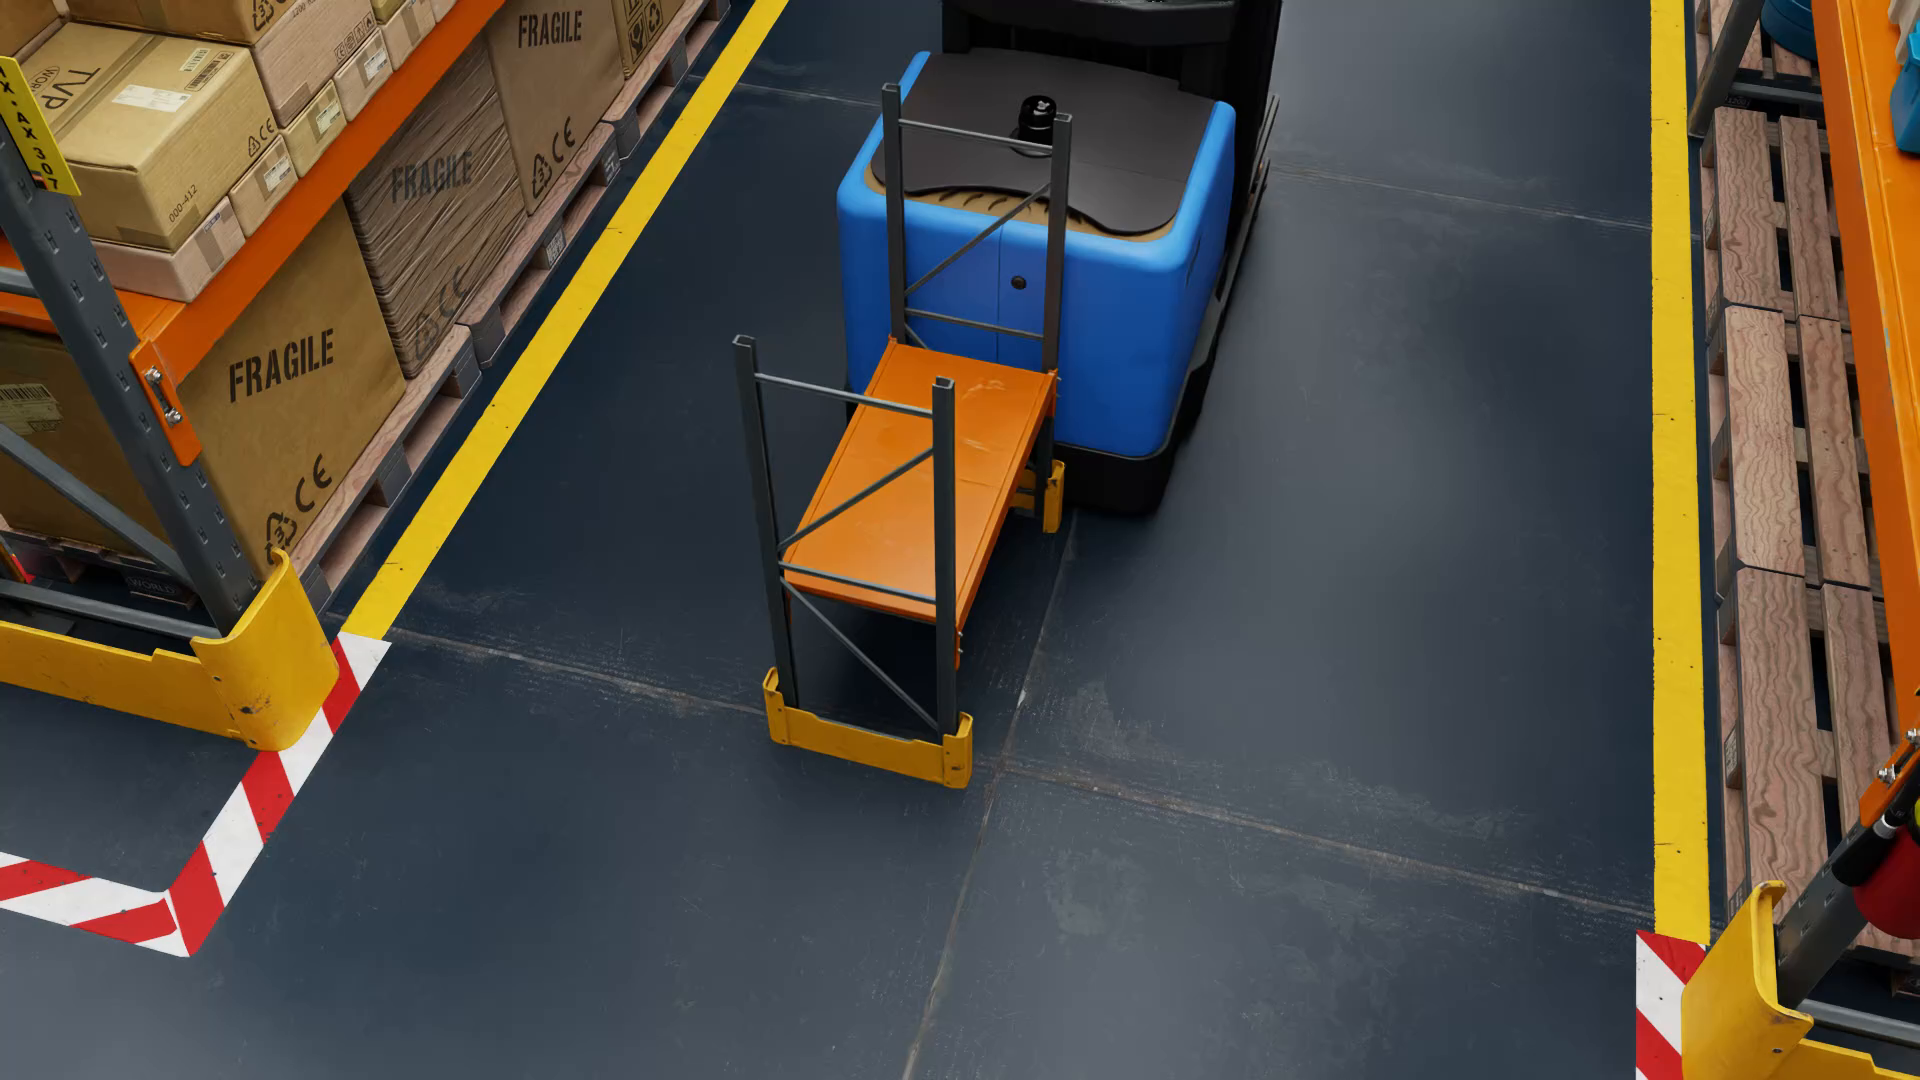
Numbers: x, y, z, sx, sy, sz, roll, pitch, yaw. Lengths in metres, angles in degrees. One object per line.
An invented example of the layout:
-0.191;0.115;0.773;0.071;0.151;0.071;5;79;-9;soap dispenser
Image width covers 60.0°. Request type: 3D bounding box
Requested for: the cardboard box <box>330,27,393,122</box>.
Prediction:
-1.803;-1.304;4.568;0.380;0.149;0.250;11;49;9;cardboard box

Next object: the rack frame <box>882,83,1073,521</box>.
0.042;-0.619;4.796;0.500;1.500;0.032;13;50;11;rack frame

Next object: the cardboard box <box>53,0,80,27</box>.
-2.409;-1.454;4.435;0.500;0.250;0.500;11;49;9;cardboard box

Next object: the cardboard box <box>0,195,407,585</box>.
-2.324;-0.551;4.872;0.875;0.875;0.875;12;50;10;cardboard box

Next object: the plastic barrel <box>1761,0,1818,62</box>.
3.576;-2.387;6.475;0.600;0.901;0.708;12;50;10;plastic barrel

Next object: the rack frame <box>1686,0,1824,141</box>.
3.416;-2.552;5.502;1.000;3.000;0.127;12;50;10;rack frame

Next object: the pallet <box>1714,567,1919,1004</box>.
2.618;0.675;4.513;1.003;0.211;1.213;12;50;10;pallet

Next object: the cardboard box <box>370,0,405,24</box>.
-1.762;-1.719;4.668;0.500;0.250;0.500;10;49;9;cardboard box

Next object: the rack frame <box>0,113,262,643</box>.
-2.415;-0.636;3.811;1.000;3.000;0.127;12;50;10;rack frame

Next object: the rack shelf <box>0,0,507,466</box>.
-1.889;-1.845;5.357;1.077;0.370;4.000;12;50;10;rack shelf

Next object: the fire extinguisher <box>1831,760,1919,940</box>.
1.885;0.510;3.100;0.296;0.674;0.183;12;50;10;fire extinguisher

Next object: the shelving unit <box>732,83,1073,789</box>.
-0.109;-0.248;4.469;0.587;1.500;1.083;13;50;11;shelving unit

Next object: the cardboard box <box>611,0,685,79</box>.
-1.613;-2.504;6.596;0.875;0.875;0.875;12;50;10;cardboard box

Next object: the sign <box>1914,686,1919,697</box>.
1.828;0.191;2.972;0.100;0.325;0.005;12;50;10;sign

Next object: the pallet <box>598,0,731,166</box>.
-1.638;-2.072;6.938;1.003;0.211;1.213;12;50;10;pallet

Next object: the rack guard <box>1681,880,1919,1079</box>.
2.369;1.188;3.868;1.175;0.500;0.348;12;50;10;rack guard

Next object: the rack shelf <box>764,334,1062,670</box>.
-0.106;-0.136;4.609;0.538;0.185;1.000;13;50;11;rack shelf

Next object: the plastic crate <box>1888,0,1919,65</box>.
2.836;-1.464;4.581;0.437;0.282;0.530;12;50;10;plastic crate

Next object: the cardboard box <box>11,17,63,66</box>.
-2.544;-1.088;4.111;0.500;0.250;0.500;11;49;9;cardboard box

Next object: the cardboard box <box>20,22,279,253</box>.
-2.028;-0.979;4.015;0.500;0.250;0.500;10;49;9;cardboard box

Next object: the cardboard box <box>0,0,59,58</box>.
-2.540;-1.337;3.831;0.500;0.500;0.500;12;50;10;cardboard box

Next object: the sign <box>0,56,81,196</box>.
-1.881;-0.835;3.356;0.100;0.325;0.005;12;50;10;sign

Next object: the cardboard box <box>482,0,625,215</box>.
-1.850;-1.853;6.021;0.875;0.875;0.875;12;50;10;cardboard box

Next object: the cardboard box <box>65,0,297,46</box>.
-1.897;-1.588;4.053;0.500;0.500;0.500;10;49;9;cardboard box

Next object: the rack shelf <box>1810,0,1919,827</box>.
2.890;-0.867;4.495;1.077;0.370;4.000;12;50;10;rack shelf

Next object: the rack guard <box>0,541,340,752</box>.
-2.421;0.209;4.733;1.175;0.500;0.348;12;50;10;rack guard

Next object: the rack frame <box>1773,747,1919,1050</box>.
2.363;0.341;2.948;1.000;3.000;0.127;12;50;10;rack frame

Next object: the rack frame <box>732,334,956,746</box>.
-0.254;0.110;4.153;0.500;1.500;0.032;13;50;11;rack frame

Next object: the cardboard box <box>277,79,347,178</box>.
-1.870;-1.116;4.402;0.380;0.149;0.250;11;49;9;cardboard box

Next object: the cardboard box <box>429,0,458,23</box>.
-1.667;-1.675;4.895;0.380;0.149;0.250;11;50;10;cardboard box

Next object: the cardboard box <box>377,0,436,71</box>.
-1.735;-1.488;4.730;0.380;0.149;0.250;11;49;9;cardboard box

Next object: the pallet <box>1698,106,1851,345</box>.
3.260;-1.090;6.071;1.003;0.211;1.213;12;50;10;pallet

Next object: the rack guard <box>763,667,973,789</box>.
-0.254;0.523;4.622;0.587;0.250;0.087;13;50;11;rack guard

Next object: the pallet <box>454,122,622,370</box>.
-1.957;-1.187;6.157;1.003;0.211;1.213;12;50;10;pallet

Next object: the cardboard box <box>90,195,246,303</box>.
-2.003;-0.745;4.074;0.380;0.149;0.250;12;50;10;cardboard box

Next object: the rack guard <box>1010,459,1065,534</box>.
0.036;-0.192;5.252;0.587;0.250;0.087;13;50;11;rack guard

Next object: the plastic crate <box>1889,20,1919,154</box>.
2.656;-1.159;4.344;0.416;0.233;0.300;12;50;10;plastic crate

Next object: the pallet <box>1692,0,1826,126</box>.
3.659;-2.179;7.032;1.003;0.211;1.213;12;50;10;pallet

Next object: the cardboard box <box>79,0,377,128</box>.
-1.898;-1.356;4.348;0.500;0.250;0.500;11;49;10;cardboard box

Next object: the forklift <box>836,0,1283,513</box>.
0.548;-2.188;5.226;1.130;2.935;3.031;13;50;11;forklift

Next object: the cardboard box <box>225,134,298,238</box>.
-1.937;-0.930;4.238;0.380;0.149;0.250;11;49;9;cardboard box

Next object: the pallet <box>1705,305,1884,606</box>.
2.941;-0.204;5.290;1.003;0.211;1.213;12;50;10;pallet

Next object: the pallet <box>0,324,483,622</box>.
-2.280;-0.307;5.380;1.003;0.211;1.213;12;50;10;pallet

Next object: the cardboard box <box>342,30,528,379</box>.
-2.084;-1.209;5.453;0.875;0.875;0.875;12;50;10;cardboard box
